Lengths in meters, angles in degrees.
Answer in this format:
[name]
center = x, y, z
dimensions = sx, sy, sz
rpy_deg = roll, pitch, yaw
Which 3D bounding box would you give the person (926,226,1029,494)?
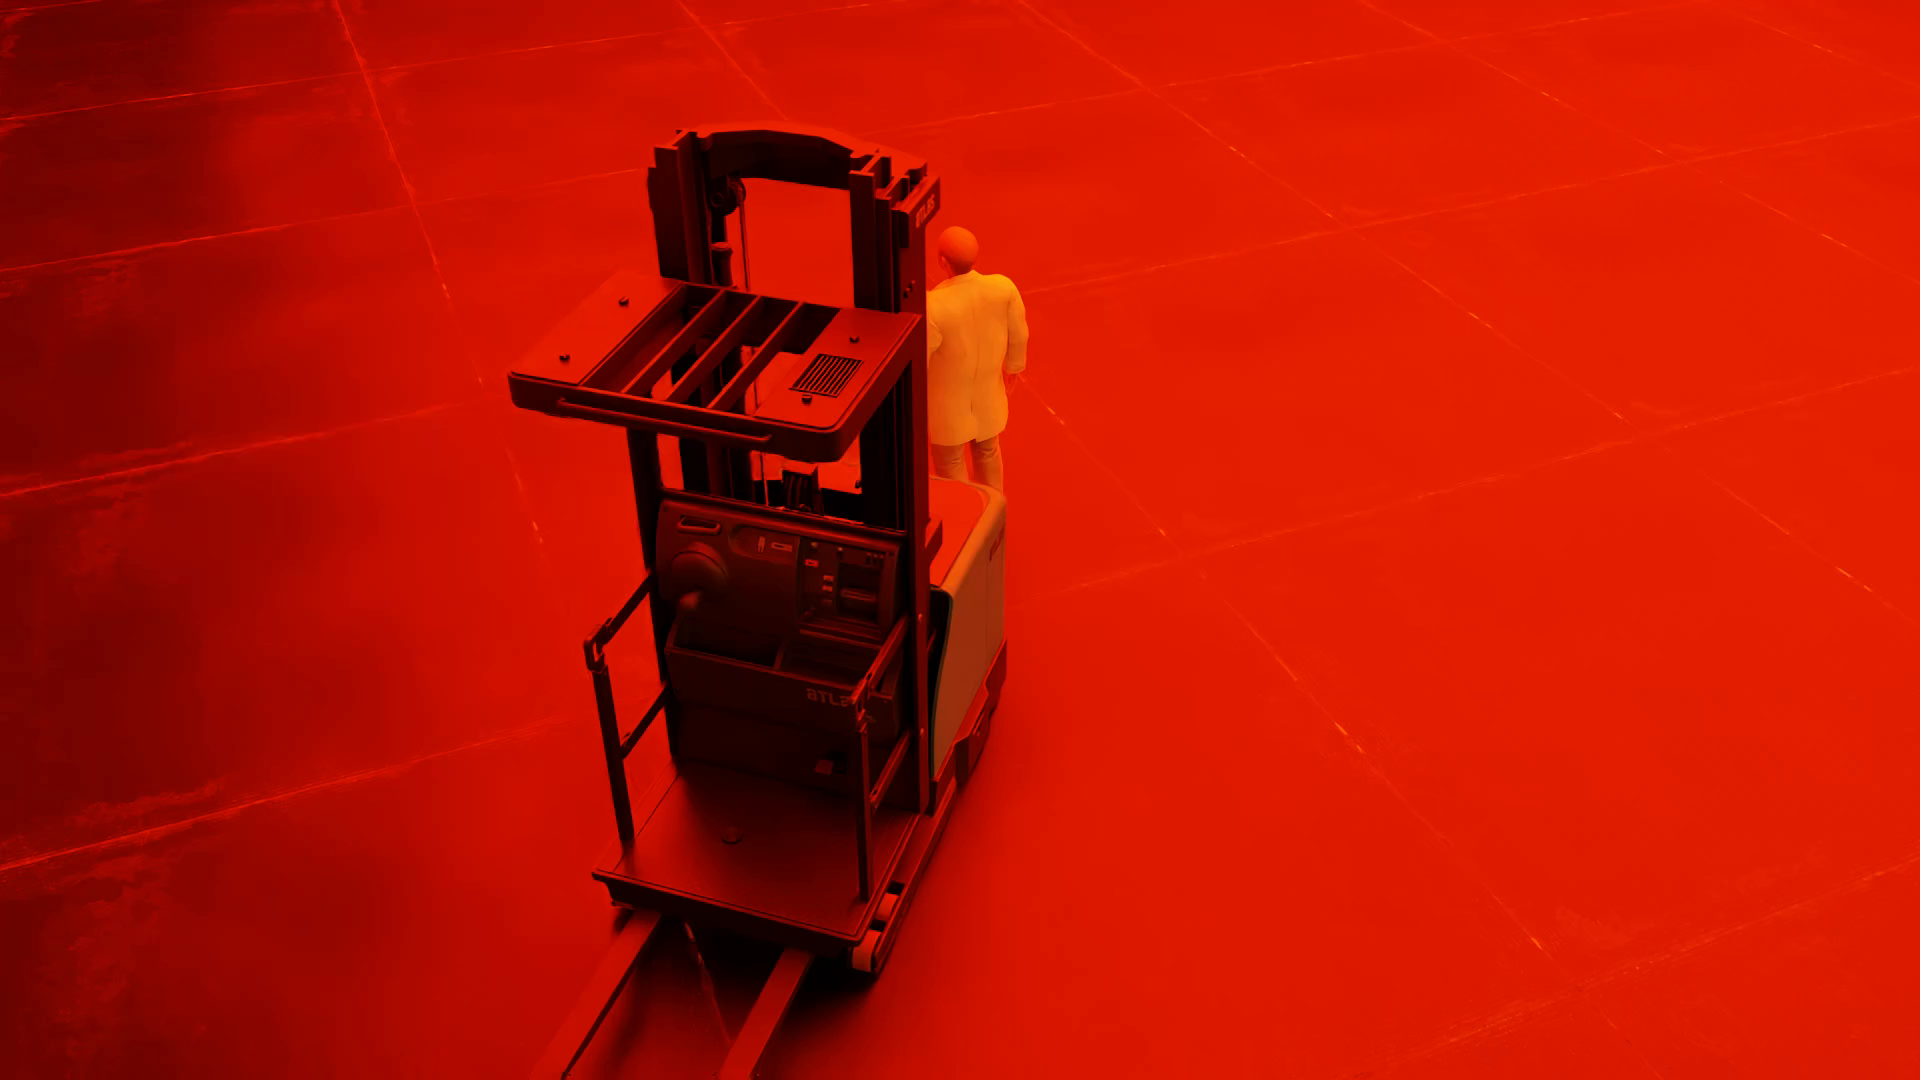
[person]
center = -0.032, -0.780, 8.178
dimensions = 0.698, 1.776, 0.580
rpy_deg = -14, 38, -19

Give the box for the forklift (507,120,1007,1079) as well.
[forklift]
center = -0.731, 0.182, 5.843
dimensions = 1.130, 2.935, 3.031
rpy_deg = 11, 37, 15
